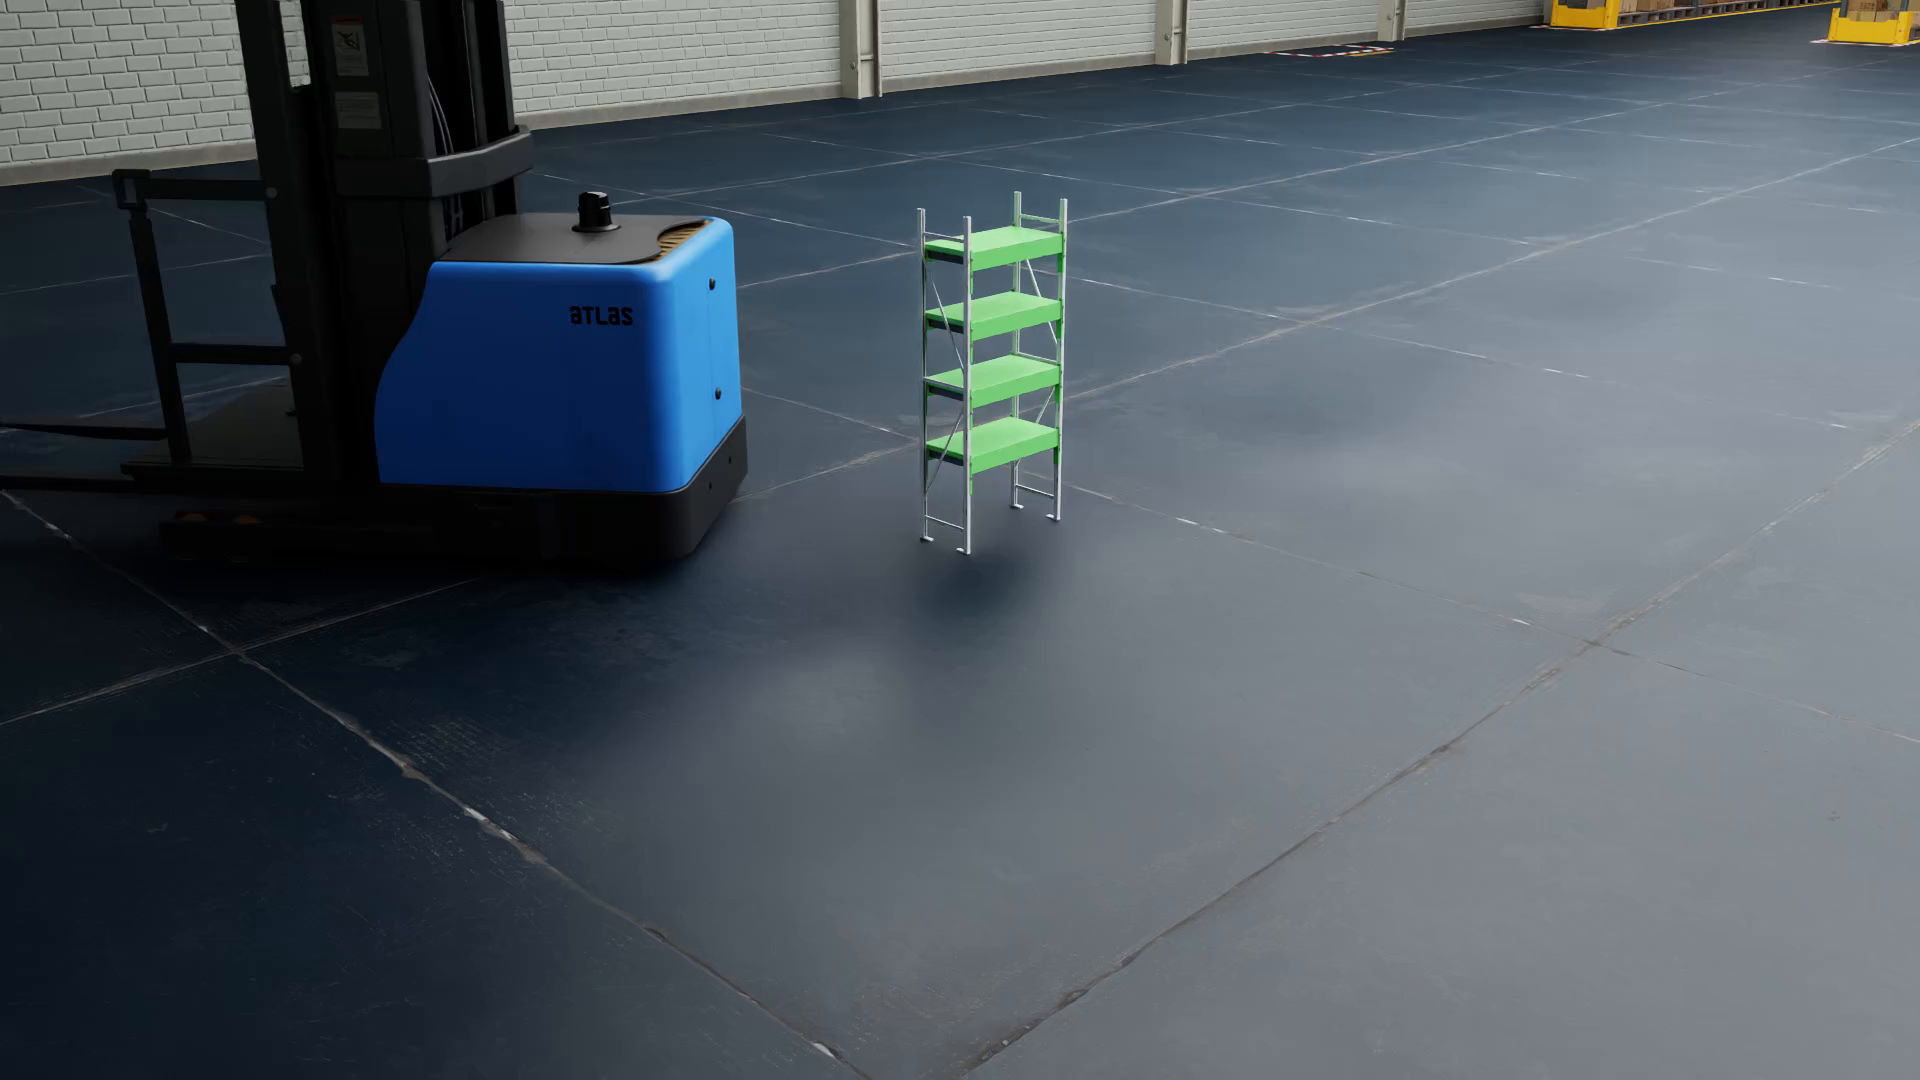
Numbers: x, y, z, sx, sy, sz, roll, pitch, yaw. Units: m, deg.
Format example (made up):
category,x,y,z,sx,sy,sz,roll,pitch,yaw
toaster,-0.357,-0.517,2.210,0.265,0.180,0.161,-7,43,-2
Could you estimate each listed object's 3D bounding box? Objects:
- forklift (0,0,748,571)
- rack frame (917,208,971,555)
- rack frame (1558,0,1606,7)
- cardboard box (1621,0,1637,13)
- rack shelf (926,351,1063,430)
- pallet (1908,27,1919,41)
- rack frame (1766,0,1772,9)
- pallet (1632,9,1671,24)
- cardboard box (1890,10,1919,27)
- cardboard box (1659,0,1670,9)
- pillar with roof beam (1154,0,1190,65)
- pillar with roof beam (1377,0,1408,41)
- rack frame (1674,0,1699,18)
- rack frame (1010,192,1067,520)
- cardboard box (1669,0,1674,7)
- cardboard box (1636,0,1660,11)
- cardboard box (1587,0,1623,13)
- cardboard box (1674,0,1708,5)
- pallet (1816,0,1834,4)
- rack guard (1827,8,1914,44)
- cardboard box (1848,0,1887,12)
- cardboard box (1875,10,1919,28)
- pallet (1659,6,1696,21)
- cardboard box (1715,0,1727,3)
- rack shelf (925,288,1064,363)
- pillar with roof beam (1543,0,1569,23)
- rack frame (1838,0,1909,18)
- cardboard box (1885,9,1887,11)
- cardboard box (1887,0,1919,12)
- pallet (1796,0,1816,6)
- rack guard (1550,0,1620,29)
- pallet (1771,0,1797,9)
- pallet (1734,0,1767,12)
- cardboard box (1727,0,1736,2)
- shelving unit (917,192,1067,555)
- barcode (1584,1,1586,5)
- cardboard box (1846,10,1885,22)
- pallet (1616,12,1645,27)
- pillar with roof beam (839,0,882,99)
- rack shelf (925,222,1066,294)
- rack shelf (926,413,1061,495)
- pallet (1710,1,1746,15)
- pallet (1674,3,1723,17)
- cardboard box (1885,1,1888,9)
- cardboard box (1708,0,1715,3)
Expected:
category,x,y,z,sx,sy,sz,roll,pitch,yaw
forklift,-2.388,-1.472,5.818,3.031,2.935,1.130,2,21,6
rack frame,-0.055,-0.540,5.807,0.240,1.200,0.015,19,28,41
rack frame,11.516,-10.917,30.298,1.000,3.000,0.127,19,28,41
cardboard box,12.461,-10.170,31.486,0.500,0.311,0.500,-17,27,-38
rack shelf,0.115,-0.543,5.993,0.258,0.148,0.480,19,28,41
pallet,15.572,-8.584,28.113,1.003,0.211,1.213,19,28,41
rack frame,17.097,-12.974,35.648,1.000,3.000,0.127,19,28,41
pallet,13.012,-10.147,32.181,1.003,0.211,1.213,19,28,41
cardboard box,15.948,-8.803,28.043,0.500,0.250,0.500,19,28,41
cardboard box,13.611,-10.707,32.622,0.500,0.500,0.500,17,27,37
pillar with roof beam,6.098,-9.952,19.424,9.100,9.000,0.400,19,28,41
pillar with roof beam,10.284,-11.494,23.437,9.100,9.000,0.400,19,28,41
rack frame,14.307,-11.946,32.973,1.000,3.000,0.127,19,28,41
rack frame,0.286,-0.665,6.133,0.240,1.200,0.015,19,28,41
cardboard box,13.955,-10.683,33.025,0.380,0.166,0.250,15,26,34
cardboard box,13.009,-10.434,31.910,0.700,0.500,0.500,17,27,37
cardboard box,12.063,-10.023,31.105,0.500,0.311,0.500,15,26,35
cardboard box,14.808,-11.177,33.845,0.500,0.500,0.700,-19,28,-40
pallet,19.403,-12.483,38.258,1.003,0.211,1.213,19,28,41
rack guard,15.051,-8.506,27.507,1.175,0.500,0.348,19,28,41
cardboard box,15.229,-9.153,27.910,0.500,0.500,0.500,19,28,41
cardboard box,15.602,-8.673,27.706,0.500,0.250,0.500,19,28,41
pallet,13.863,-10.462,33.001,1.003,0.211,1.213,19,28,41
cardboard box,15.518,-11.444,34.538,0.700,0.500,0.500,20,28,41
rack shelf,0.115,-0.767,5.907,0.258,0.148,0.480,19,28,41
pillar with roof beam,14.469,-13.037,27.449,9.100,9.000,0.400,19,28,41
rack frame,15.068,-9.678,27.074,1.000,3.000,0.127,19,28,41
cardboard box,15.571,-8.934,28.386,0.500,0.250,0.500,19,28,41
cardboard box,15.949,-9.152,27.907,0.500,0.500,0.500,19,28,41
pallet,18.552,-12.168,37.438,1.003,0.211,1.213,19,28,41
rack guard,11.569,-9.770,30.797,1.175,0.500,0.348,19,28,41
pallet,17.701,-11.856,36.626,1.003,0.211,1.213,19,28,41
pallet,16.551,-11.472,35.626,1.003,0.211,1.213,19,28,41
cardboard box,15.863,-11.576,34.882,0.700,0.500,0.500,19,28,40
shelving unit,0.115,-0.603,5.970,0.258,1.200,0.503,19,28,41
barcode,11.789,-10.132,31.376,0.001,0.075,0.075,19,28,41
cardboard box,15.230,-8.803,28.043,0.500,0.250,0.500,19,28,41
pallet,12.161,-9.835,31.369,1.003,0.211,1.213,19,28,41
pillar with roof beam,1.912,-8.410,15.411,9.100,9.000,0.400,19,28,41
rack shelf,0.115,-0.991,5.821,0.258,0.148,0.480,19,28,41
rack shelf,0.115,-0.319,6.079,0.258,0.148,0.480,19,28,41
pallet,15.700,-11.160,34.814,1.003,0.211,1.213,19,28,41
pallet,14.849,-10.844,33.995,1.003,0.211,1.213,19,28,41
cardboard box,15.916,-9.414,28.589,0.500,0.500,0.500,19,28,41
cardboard box,15.133,-11.323,34.224,0.700,0.500,0.500,19,28,40
